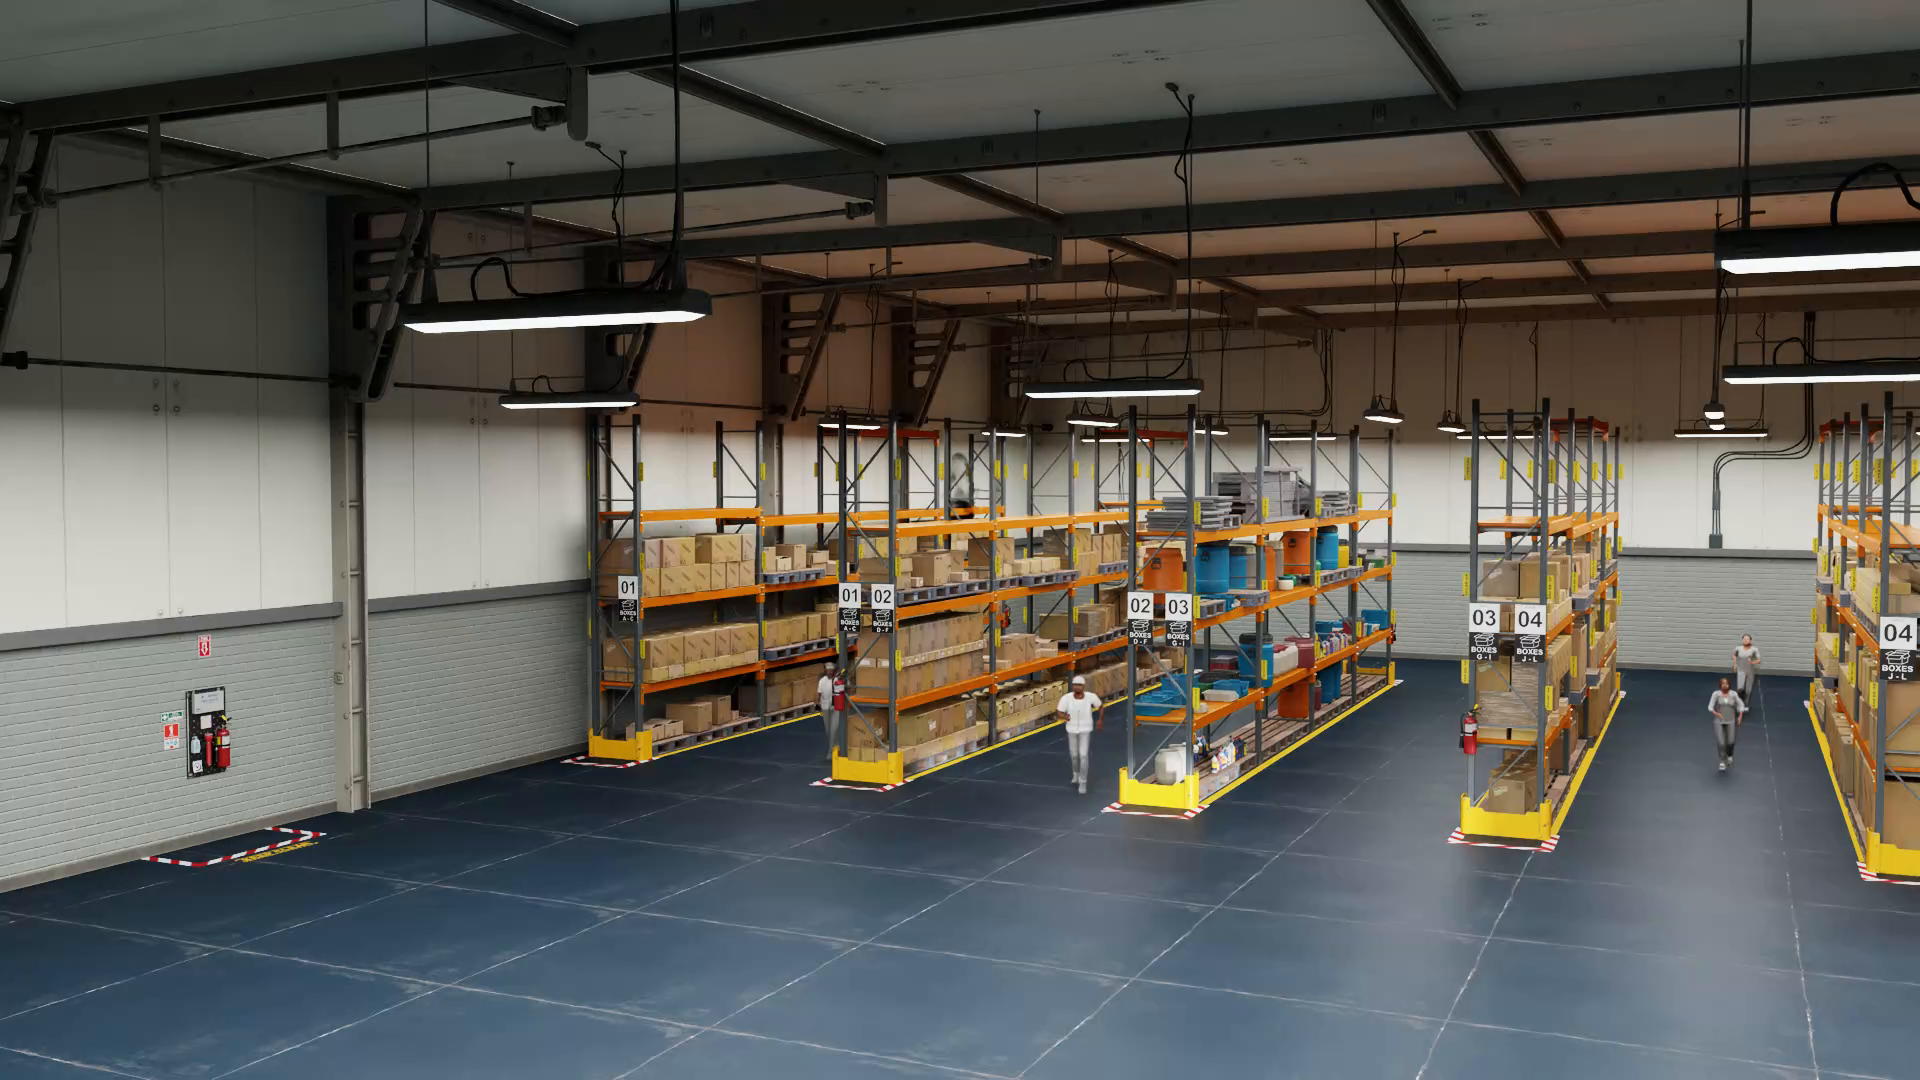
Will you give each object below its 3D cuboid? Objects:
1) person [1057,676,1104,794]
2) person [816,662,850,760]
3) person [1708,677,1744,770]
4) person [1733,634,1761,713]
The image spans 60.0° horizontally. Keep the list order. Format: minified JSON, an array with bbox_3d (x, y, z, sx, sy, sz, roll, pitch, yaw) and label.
[{"bbox_3d":[1.885,3.049,26.204,0.718,1.839,0.771,0,2,12],"label":"person"},{"bbox_3d":[-2.232,2.962,29.196,0.562,1.682,0.889,0,2,10],"label":"person"},{"bbox_3d":[12.799,3.072,27.772,0.566,1.559,0.545,1,2,20],"label":"person"},{"bbox_3d":[16.210,2.756,34.281,0.546,1.646,0.671,1,3,30],"label":"person"}]
